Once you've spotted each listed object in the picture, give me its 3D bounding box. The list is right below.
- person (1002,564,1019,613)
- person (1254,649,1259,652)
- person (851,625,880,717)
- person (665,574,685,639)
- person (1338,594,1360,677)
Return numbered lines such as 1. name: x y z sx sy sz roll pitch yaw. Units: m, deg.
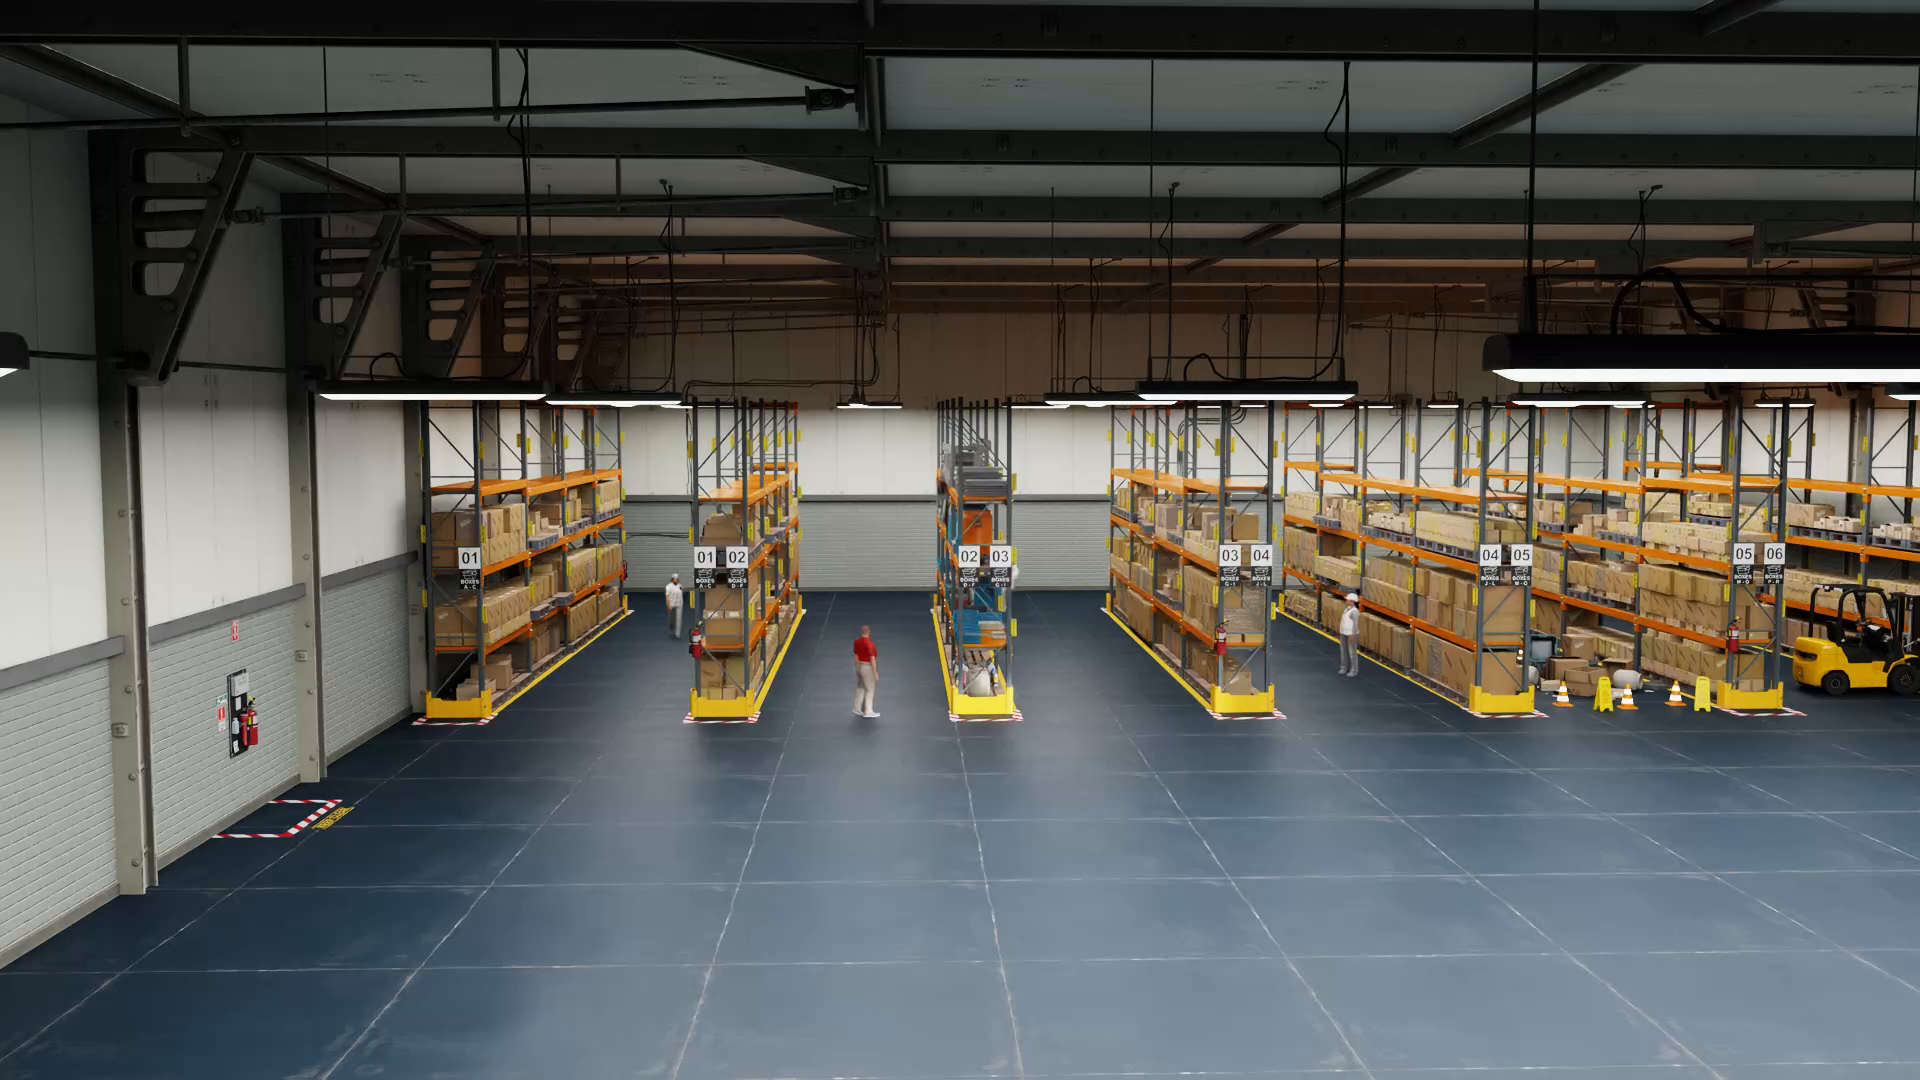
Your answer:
1. person: 1.343 1.208 47.755 0.666 1.814 0.935 0 4 -4
2. person: 7.128 1.779 39.849 0.482 1.737 1.092 0 4 -5
3. person: -1.741 2.473 31.217 0.428 1.760 0.618 -3 5 -29
4. person: -7.200 1.670 42.057 0.483 1.614 0.921 -1 4 -7
5. person: 8.455 2.046 36.078 0.394 1.780 0.572 -2 5 -26
